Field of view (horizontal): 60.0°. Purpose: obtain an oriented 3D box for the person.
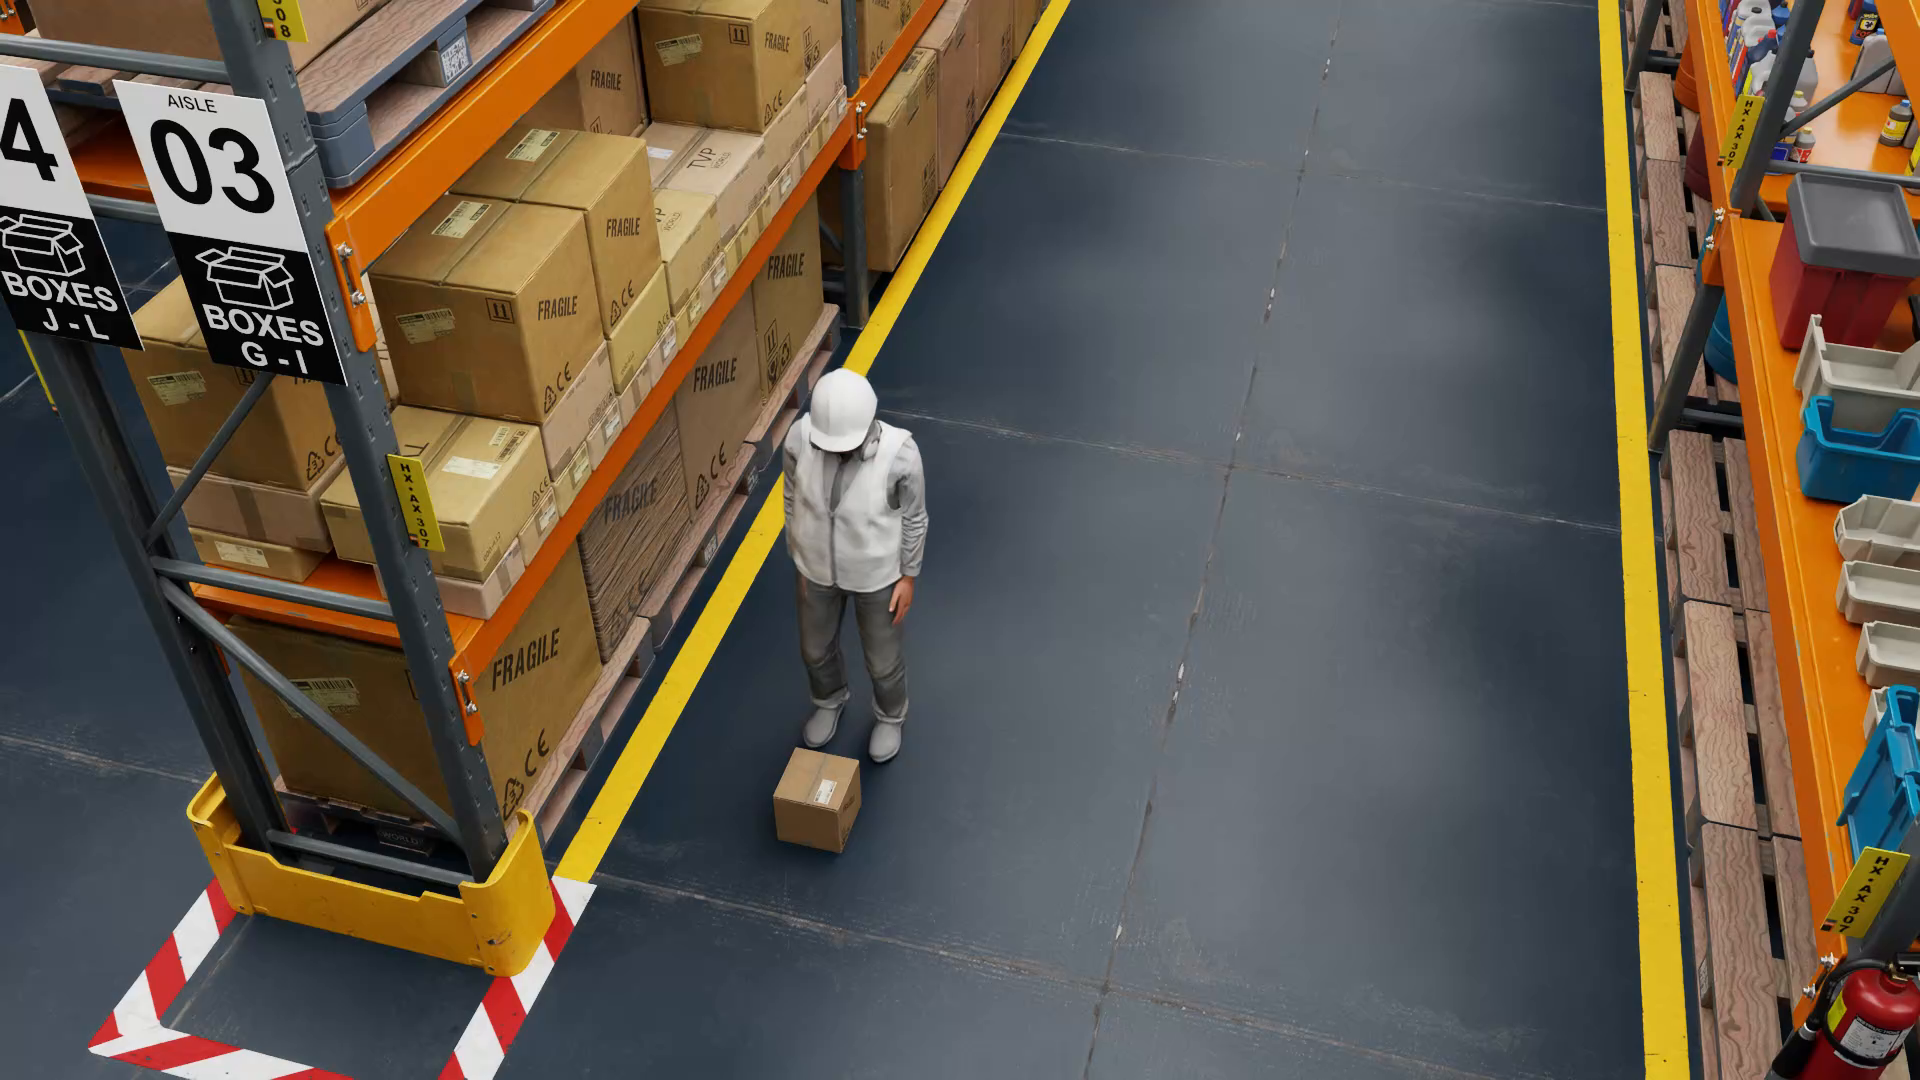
[{"bbox_3d":[-0.452,0.597,6.233,0.508,0.789,0.986,9,42,10],"label":"person"}]
